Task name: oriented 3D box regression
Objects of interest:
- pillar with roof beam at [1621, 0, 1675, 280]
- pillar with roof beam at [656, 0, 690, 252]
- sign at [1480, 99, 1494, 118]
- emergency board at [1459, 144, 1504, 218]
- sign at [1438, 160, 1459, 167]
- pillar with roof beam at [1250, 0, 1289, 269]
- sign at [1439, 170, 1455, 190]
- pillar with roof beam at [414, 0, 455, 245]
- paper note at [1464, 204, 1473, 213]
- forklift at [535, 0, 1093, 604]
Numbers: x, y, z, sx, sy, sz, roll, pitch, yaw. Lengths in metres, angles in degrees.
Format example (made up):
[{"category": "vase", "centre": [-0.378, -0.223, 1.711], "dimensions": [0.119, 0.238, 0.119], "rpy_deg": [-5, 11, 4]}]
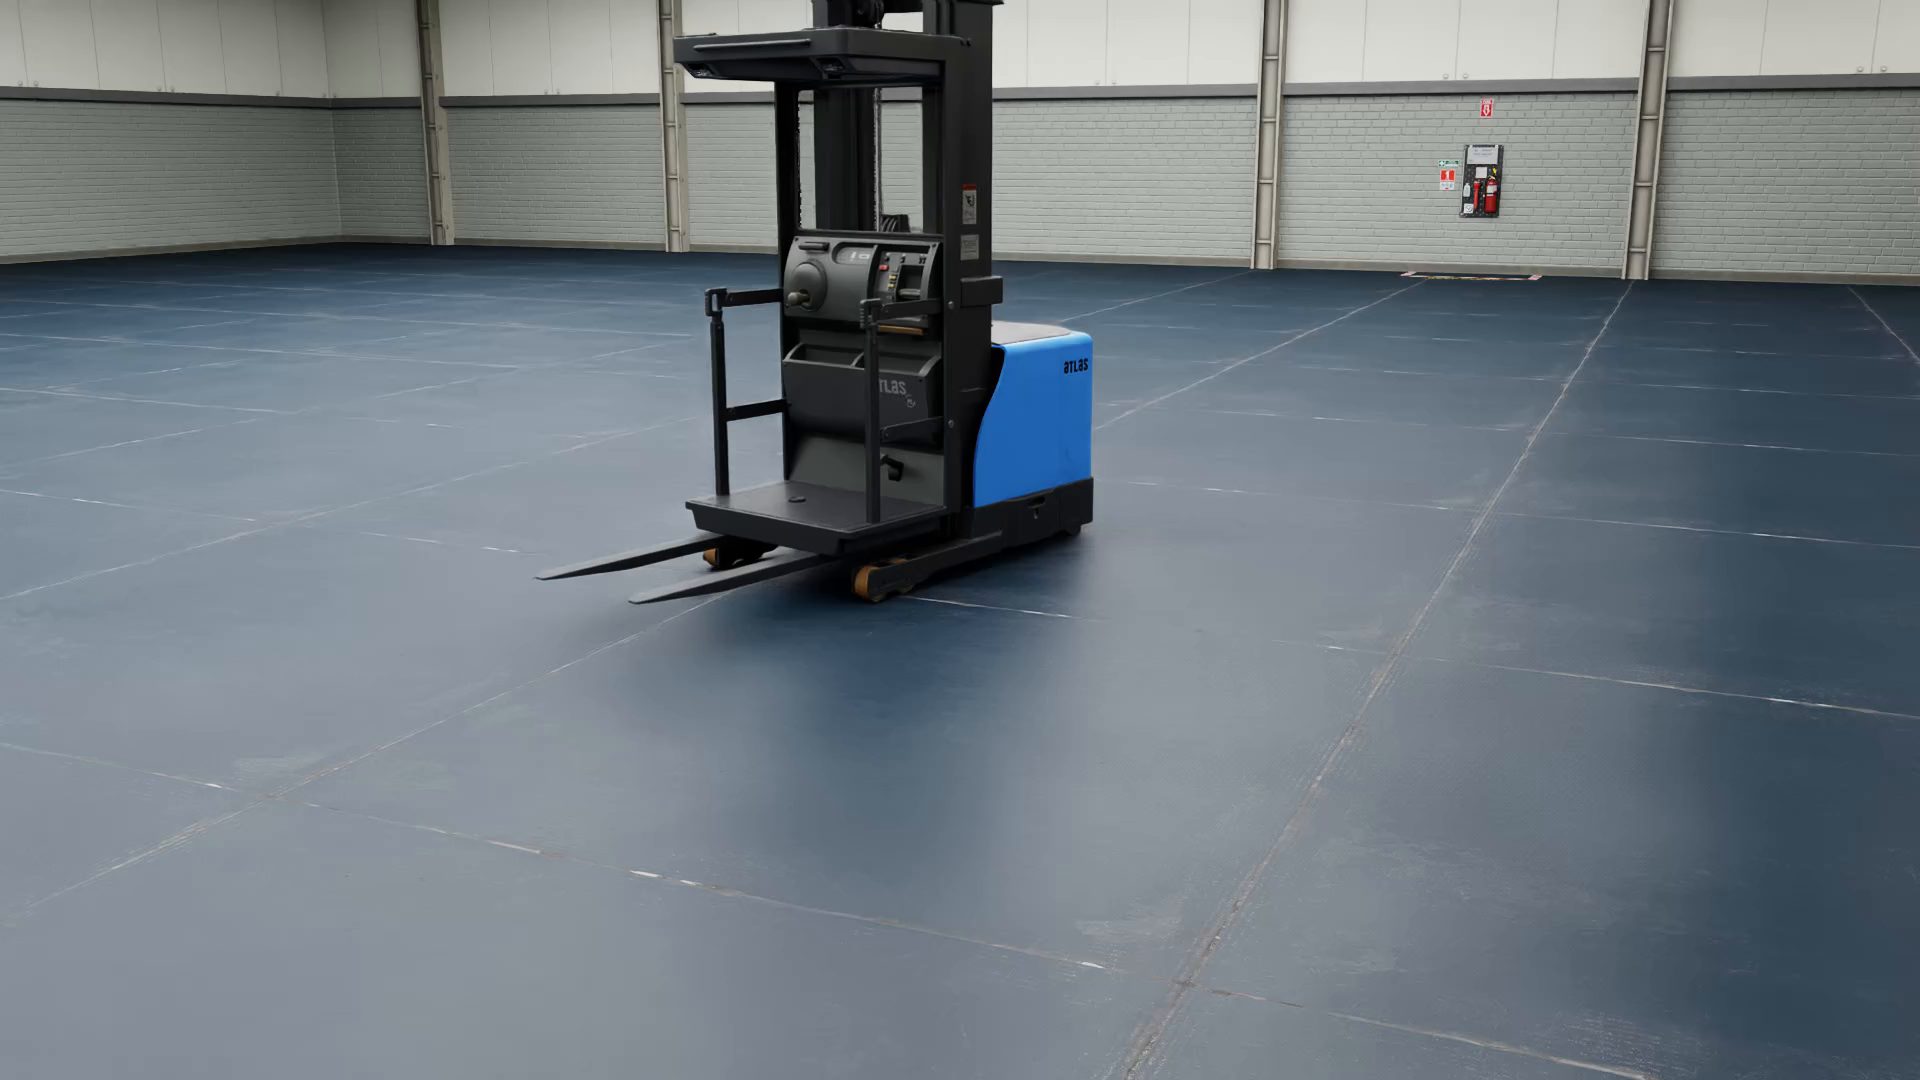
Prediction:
[{"category": "pillar with roof beam", "centre": [9.019, -7.648, 21.650], "dimensions": [0.400, 9.000, 9.100], "rpy_deg": [6, 14, 23]}, {"category": "pillar with roof beam", "centre": [-7.438, -9.314, 28.748], "dimensions": [0.400, 9.000, 9.100], "rpy_deg": [6, 14, 23]}, {"category": "sign", "centre": [8.552, -7.013, 27.003], "dimensions": [0.199, 0.298, 0.001], "rpy_deg": [6, 14, 23]}, {"category": "emergency board", "centre": [8.519, -5.863, 27.176], "dimensions": [0.643, 1.169, 0.194], "rpy_deg": [6, 14, 23]}, {"category": "sign", "centre": [8.056, -6.209, 27.412], "dimensions": [0.331, 0.109, 0.001], "rpy_deg": [6, 14, 23]}, {"category": "pillar with roof beam", "centre": [3.533, -8.203, 24.016], "dimensions": [0.400, 9.000, 9.100], "rpy_deg": [6, 14, 23]}, {"category": "sign", "centre": [8.055, -5.953, 27.482], "dimensions": [0.234, 0.329, 0.001], "rpy_deg": [6, 14, 23]}, {"category": "pillar with roof beam", "centre": [-12.924, -9.869, 31.114], "dimensions": [0.400, 9.000, 9.100], "rpy_deg": [6, 14, 23]}, {"category": "paper note", "centre": [8.385, -5.465, 27.408], "dimensions": [0.142, 0.148, 0.016], "rpy_deg": [6, 14, 23]}, {"category": "forklift", "centre": [-0.608, -1.273, 7.766], "dimensions": [1.130, 2.935, 3.031], "rpy_deg": [10, 17, 38]}]
